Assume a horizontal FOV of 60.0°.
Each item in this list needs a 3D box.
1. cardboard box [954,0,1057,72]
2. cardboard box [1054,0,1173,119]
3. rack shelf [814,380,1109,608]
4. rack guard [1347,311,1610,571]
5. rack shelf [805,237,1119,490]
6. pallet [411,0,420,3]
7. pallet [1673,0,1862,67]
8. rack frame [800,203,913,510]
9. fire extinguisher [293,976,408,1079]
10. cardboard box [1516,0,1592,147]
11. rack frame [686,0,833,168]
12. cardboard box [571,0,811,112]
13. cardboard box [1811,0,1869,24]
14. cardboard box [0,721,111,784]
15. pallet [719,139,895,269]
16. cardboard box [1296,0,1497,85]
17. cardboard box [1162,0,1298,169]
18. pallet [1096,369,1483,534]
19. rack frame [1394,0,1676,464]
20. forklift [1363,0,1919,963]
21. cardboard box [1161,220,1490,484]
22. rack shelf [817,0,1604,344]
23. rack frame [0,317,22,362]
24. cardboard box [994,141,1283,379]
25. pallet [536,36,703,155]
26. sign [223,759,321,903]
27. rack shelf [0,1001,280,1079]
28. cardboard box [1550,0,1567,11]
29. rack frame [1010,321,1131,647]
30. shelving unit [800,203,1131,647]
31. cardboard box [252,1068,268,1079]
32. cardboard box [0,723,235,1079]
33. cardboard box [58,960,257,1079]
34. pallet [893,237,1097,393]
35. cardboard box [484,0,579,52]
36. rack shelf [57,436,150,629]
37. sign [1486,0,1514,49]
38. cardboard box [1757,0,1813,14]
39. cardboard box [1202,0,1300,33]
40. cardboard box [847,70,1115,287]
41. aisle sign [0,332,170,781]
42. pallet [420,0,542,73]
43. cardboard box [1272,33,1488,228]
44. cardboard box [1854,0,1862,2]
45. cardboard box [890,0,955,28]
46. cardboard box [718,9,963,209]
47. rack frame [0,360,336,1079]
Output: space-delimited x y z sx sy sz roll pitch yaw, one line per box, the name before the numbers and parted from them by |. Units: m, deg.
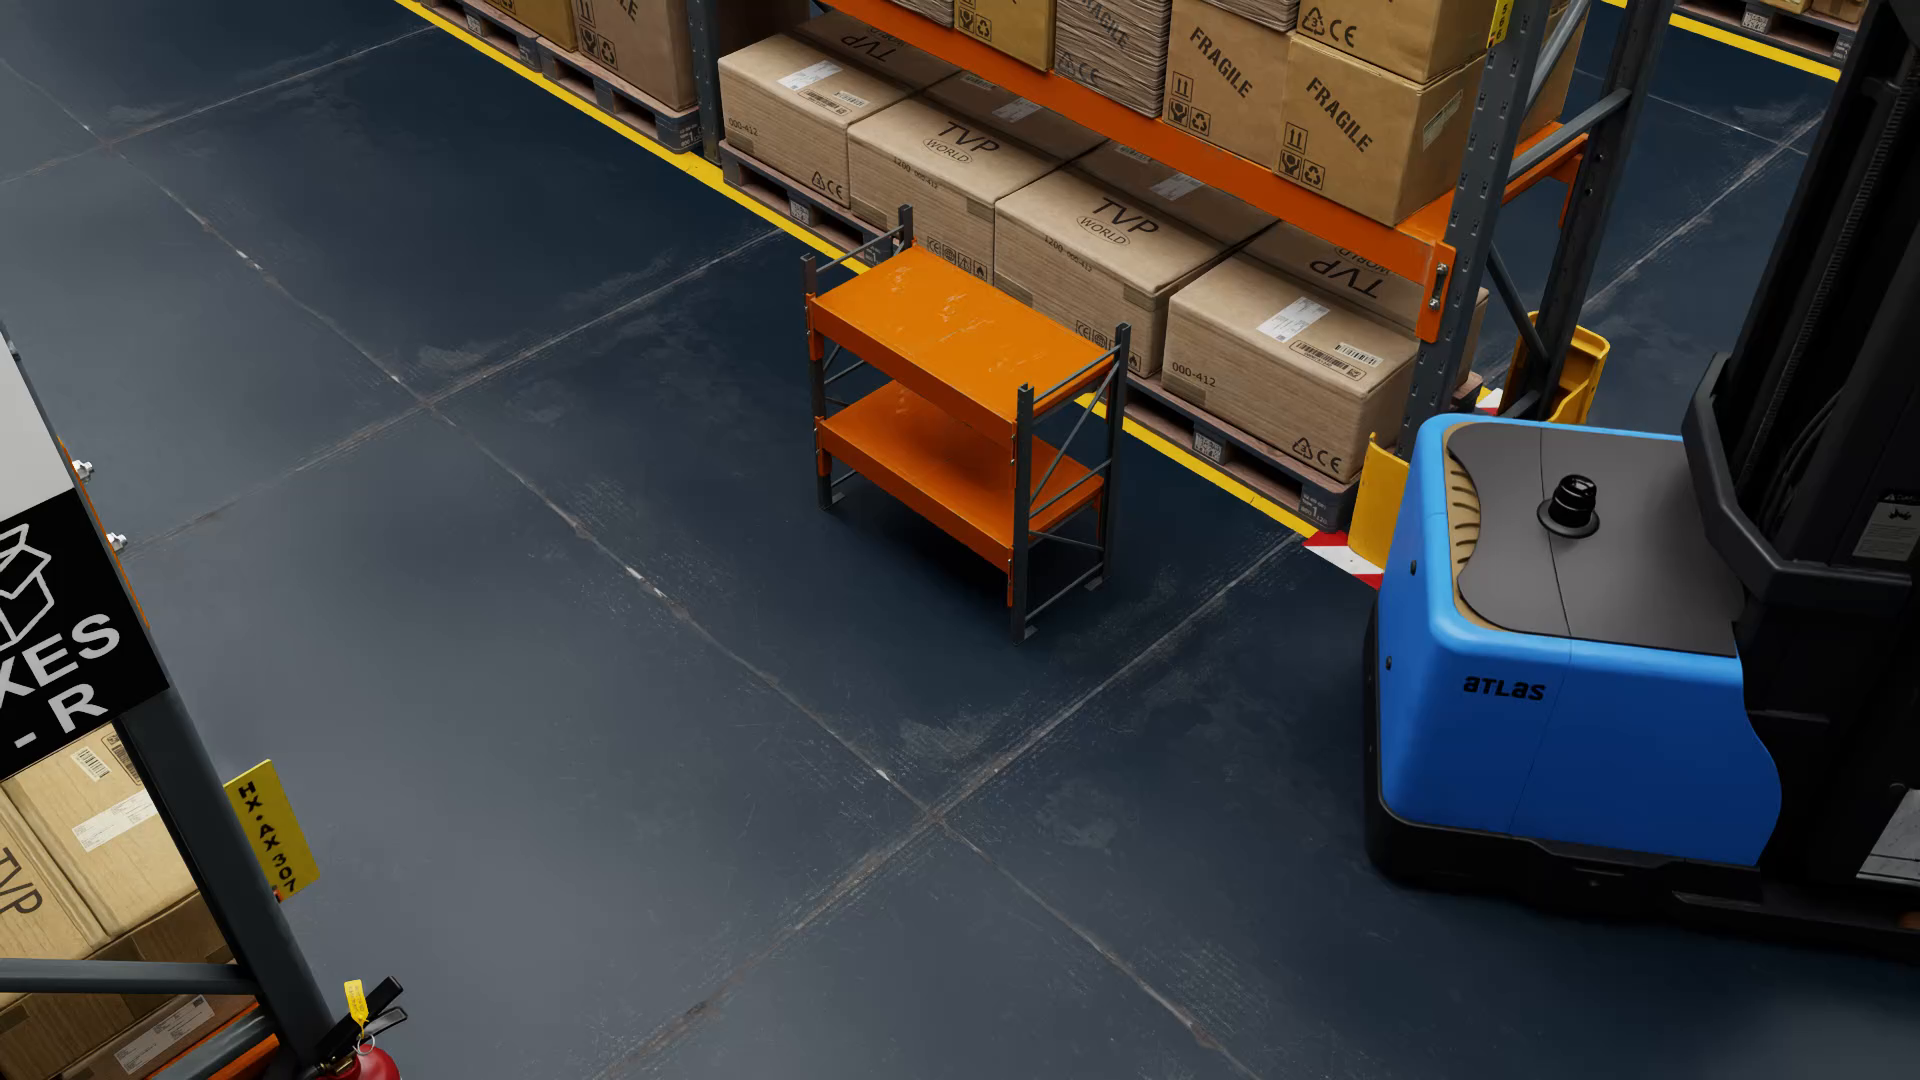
cardboard box | 0.327 -2.169 6.314 0.500 0.500 0.500 -33 52 -30
cardboard box | 0.701 -1.927 6.052 0.500 0.500 0.500 -33 52 -30
rack shelf | 0.005 -0.230 6.031 0.538 0.278 1.000 -34 53 -31
rack guard | 1.960 -0.365 6.277 1.175 0.500 0.348 -34 53 -31
rack shelf | 0.005 -0.625 5.666 0.538 0.278 1.000 -34 53 -31
pallet | -3.203 -3.700 10.098 1.003 0.211 1.213 -34 53 -31
pallet | 4.774 -3.136 9.488 1.003 0.211 1.213 -34 53 -31
rack frame | -0.354 -0.654 6.129 0.500 1.125 0.032 -34 53 -31
fire extinguisher | -1.137 1.100 3.181 0.296 0.674 0.183 -34 53 -31
cardboard box | 1.807 -1.700 5.806 0.500 0.500 0.500 34 52 31
rack frame | -0.882 -3.217 7.521 1.000 3.000 0.127 -34 53 -31
cardboard box | -1.376 -2.850 8.381 0.875 0.875 0.875 -32 52 -30
cardboard box | 4.857 -2.976 9.052 0.380 0.149 0.250 -33 52 -31
cardboard box | -2.054 0.442 3.452 0.500 0.250 0.500 -34 52 -31
pallet | -0.400 -1.790 8.031 1.003 0.211 1.213 -34 53 -31
cardboard box | 1.434 -1.816 5.195 0.500 0.500 0.500 -32 52 -30
cardboard box | 1.071 -1.685 5.789 0.500 0.500 0.500 33 52 31
pallet | 1.323 -0.617 6.763 1.003 0.211 1.213 -34 53 -31
rack frame | 1.943 -1.295 5.441 1.000 3.000 0.127 -34 53 -31
forklift | 2.814 -0.200 4.306 3.031 2.935 1.130 7 43 7
cardboard box | 1.406 -0.777 6.459 0.875 0.438 0.875 32 52 30
rack shelf | 0.531 -1.992 6.725 1.077 0.370 4.000 -34 53 -31
rack frame | -1.569 -1.117 0.829 1.000 3.000 0.127 -34 53 -31
cardboard box | 0.754 -1.213 6.931 0.875 0.438 0.875 -33 52 -30
pallet | -1.480 -2.527 8.830 1.003 0.211 1.213 -34 53 -31
sign | -1.185 0.508 2.852 0.100 0.325 0.005 -34 53 -31
rack shelf | -2.981 0.389 4.149 1.077 0.370 4.000 -34 53 -31
cardboard box | 1.806 -2.066 5.465 0.500 0.500 0.500 33 52 31
rack frame | 0.364 -0.166 5.600 0.500 1.125 0.032 -34 53 -31
shelving unit | 0.005 -0.410 5.865 0.538 1.125 1.048 -34 53 -31
cardboard box | -1.933 1.509 3.937 0.637 0.503 0.797 32 52 30
cardboard box | -1.698 0.685 3.190 0.500 0.250 0.500 -34 52 -31
cardboard box | -1.606 0.889 3.263 0.250 0.149 0.380 34 52 31
pallet | 0.466 -1.204 7.397 1.003 0.211 1.213 -34 53 -31
cardboard box | -2.020 -3.281 8.846 0.875 0.875 0.875 -33 52 -30
rack shelf | -2.981 -0.713 3.131 1.077 0.370 4.000 -34 53 -31
sign | 1.549 -1.554 4.694 0.100 0.325 0.005 -34 53 -31
cardboard box | 4.604 -3.051 9.133 0.380 0.149 0.250 -32 52 -30
cardboard box | 1.044 -2.053 5.452 0.500 0.500 0.500 -34 52 -31
cardboard box | 0.118 -1.647 7.401 0.875 0.438 0.875 33 52 30
aisle sign | -1.312 0.023 2.099 0.394 0.787 0.004 -34 53 -31
pallet | -2.346 -3.114 9.464 1.003 0.211 1.213 -34 53 -31
cardboard box | 1.415 -1.437 5.521 0.500 0.500 0.500 -34 52 -31
cardboard box | 4.802 -3.049 8.912 0.250 0.149 0.380 33 52 30
cardboard box | -0.037 -2.417 6.582 0.500 0.500 0.500 -34 52 -31
cardboard box | -0.514 -2.077 7.866 0.875 0.438 0.875 33 52 31
rack frame | -1.569 1.086 2.865 1.000 3.000 0.127 -34 53 -31
